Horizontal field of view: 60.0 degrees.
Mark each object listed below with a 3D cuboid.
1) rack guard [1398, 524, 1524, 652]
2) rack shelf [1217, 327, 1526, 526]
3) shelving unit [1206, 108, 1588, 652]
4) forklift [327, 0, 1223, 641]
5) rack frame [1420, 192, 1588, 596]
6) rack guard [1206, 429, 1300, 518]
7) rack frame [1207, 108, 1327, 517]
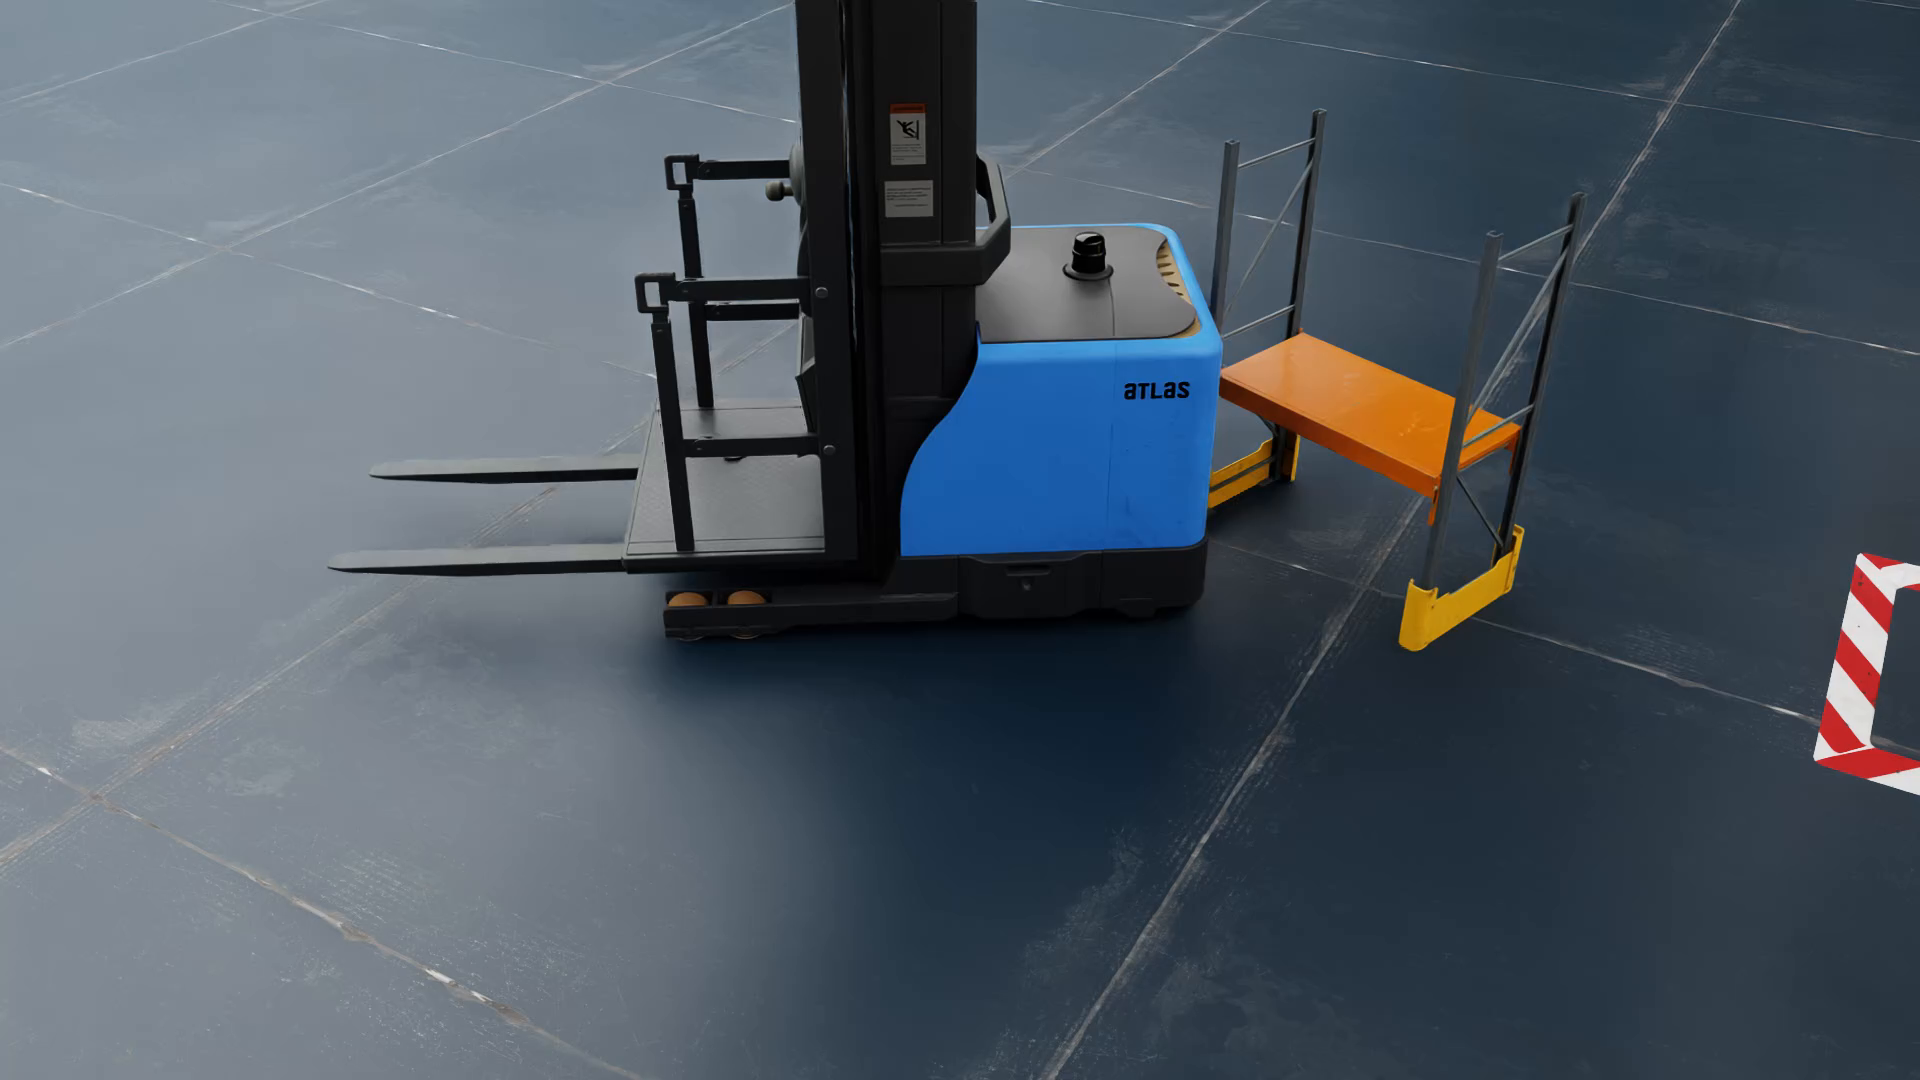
[{"bbox_3d":[1.747,0.158,5.787,0.587,0.250,0.087,-26,41,-33],"label":"rack guard"},{"bbox_3d":[1.414,-0.424,5.858,0.538,0.185,1.000,-26,41,-33],"label":"rack shelf"},{"bbox_3d":[1.420,-0.570,5.753,0.587,1.500,1.083,-26,41,-33],"label":"shelving unit"},{"bbox_3d":[-0.681,-1.174,5.368,3.031,2.935,1.130,-2,34,-3],"label":"forklift"},{"bbox_3d":[1.748,-0.361,5.440,0.500,1.500,0.032,-26,41,-33],"label":"rack frame"},{"bbox_3d":[1.093,-0.258,6.412,0.587,0.250,0.087,-26,41,-33],"label":"rack guard"},{"bbox_3d":[1.080,-0.786,6.078,0.500,1.500,0.032,-26,41,-33],"label":"rack frame"}]
